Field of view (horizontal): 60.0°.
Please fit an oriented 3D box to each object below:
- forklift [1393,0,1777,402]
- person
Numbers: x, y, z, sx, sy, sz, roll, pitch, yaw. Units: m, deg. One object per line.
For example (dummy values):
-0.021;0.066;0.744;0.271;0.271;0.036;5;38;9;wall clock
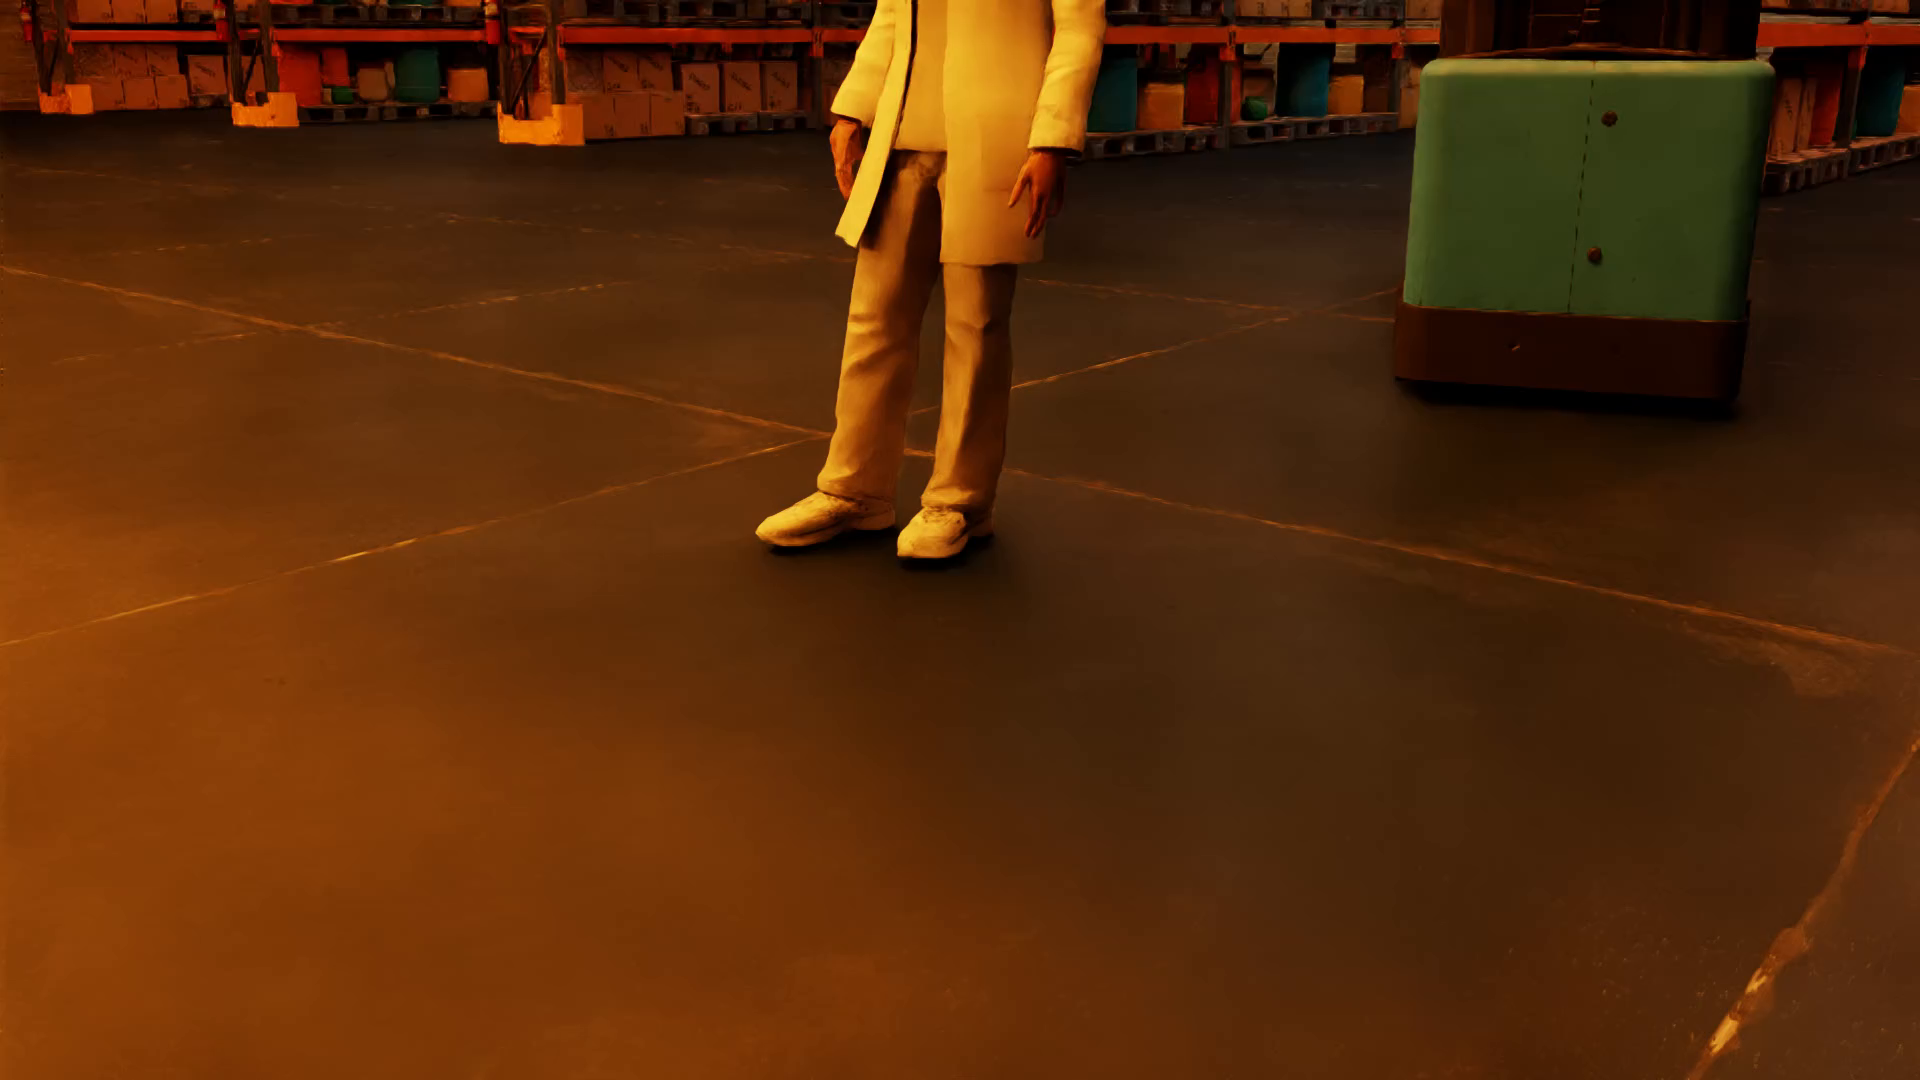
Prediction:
2.403;-2.223;6.219;1.130;2.935;3.031;6;18;19;forklift
-0.062;-0.838;3.617;0.694;1.776;0.579;13;21;37;person
